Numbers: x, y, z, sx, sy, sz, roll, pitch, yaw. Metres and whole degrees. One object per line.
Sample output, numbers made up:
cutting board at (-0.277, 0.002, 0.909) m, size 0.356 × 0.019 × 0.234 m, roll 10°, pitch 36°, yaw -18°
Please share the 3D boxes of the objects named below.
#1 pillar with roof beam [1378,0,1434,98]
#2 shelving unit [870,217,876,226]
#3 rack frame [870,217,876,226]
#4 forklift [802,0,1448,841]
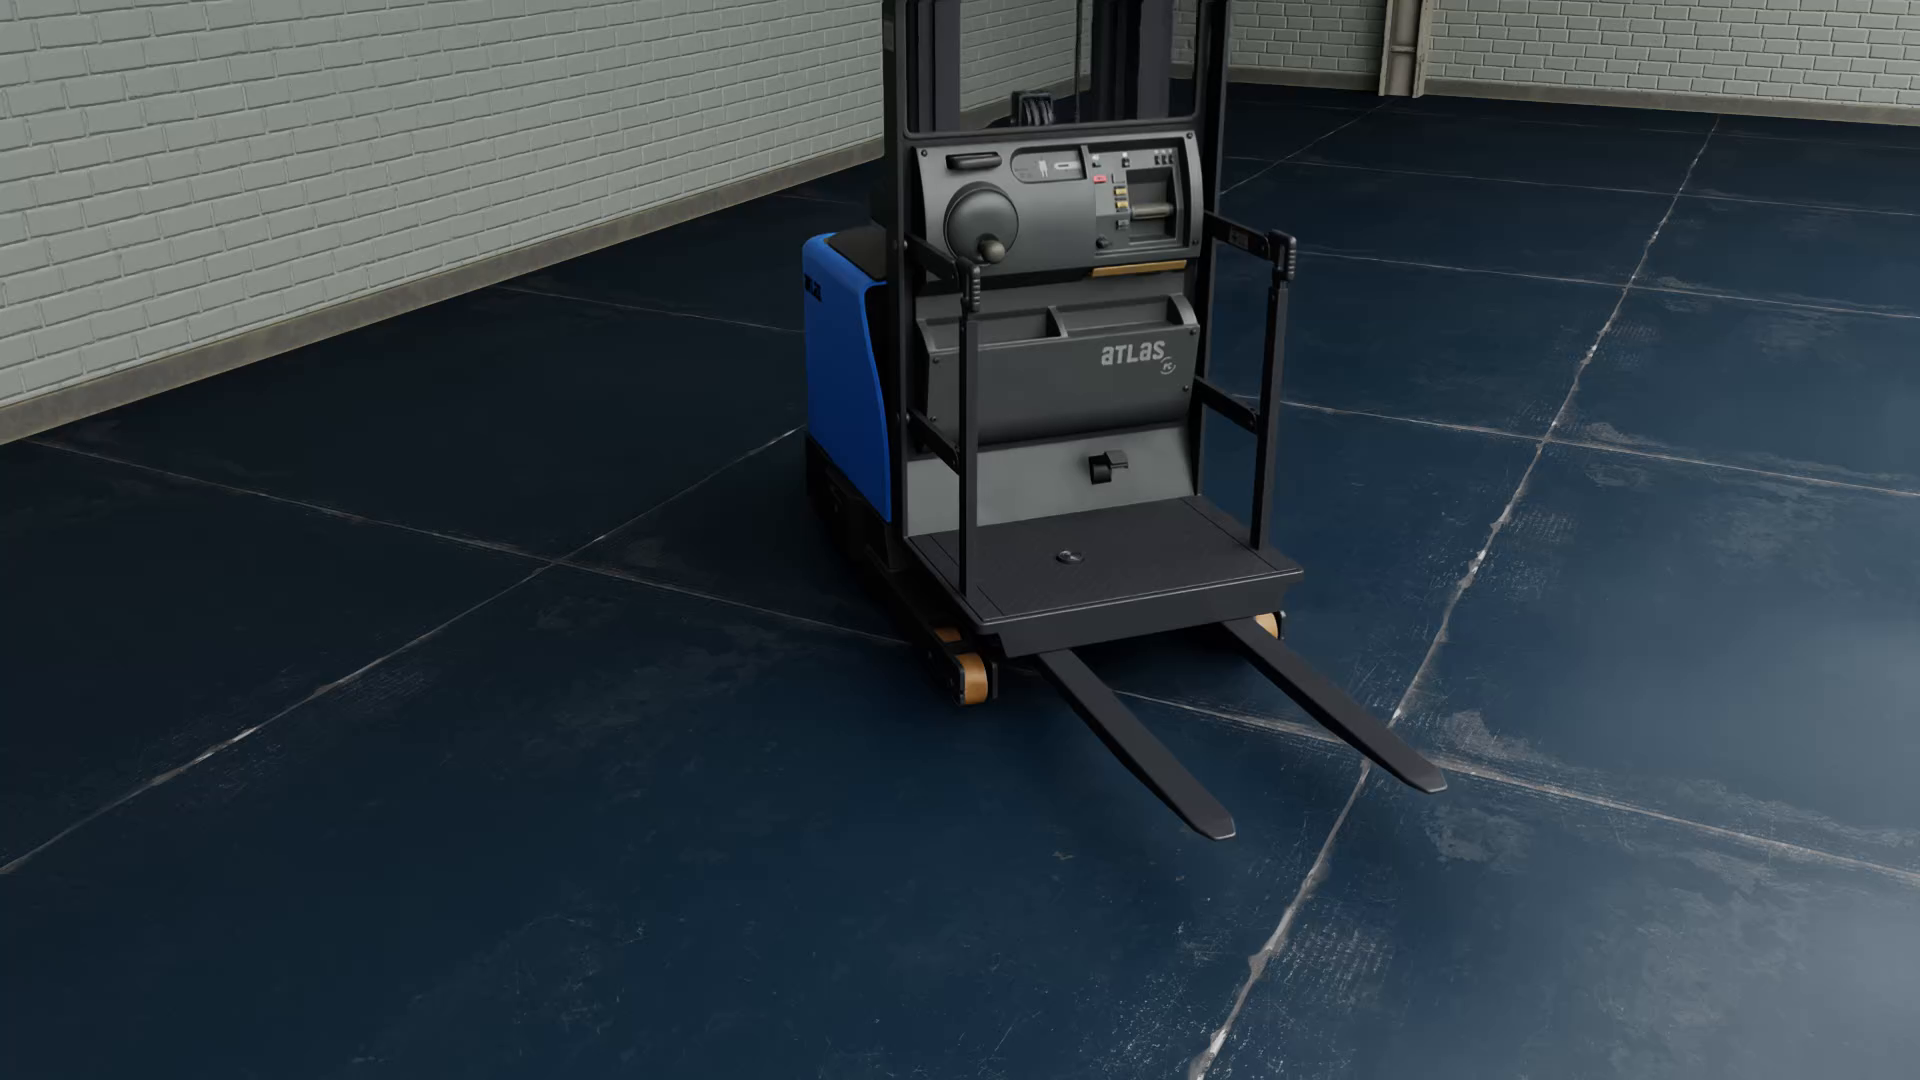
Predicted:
pillar with roof beam at (2.536, -7.161, 11.590) m, size 0.400 × 9.000 × 9.100 m, roll 11°, pitch 25°, yaw 25°
shelving unit at (-0.204, -0.816, 6.635) m, size 0.258 × 1.200 × 0.189 m, roll -8°, pitch 24°, yaw -19°
rack frame at (-0.236, -0.849, 6.713) m, size 0.240 × 1.200 × 0.006 m, roll -8°, pitch 24°, yaw -19°
forklift at (0.392, -1.025, 4.915) m, size 1.130 × 2.935 × 3.031 m, roll -8°, pitch 24°, yaw -19°
